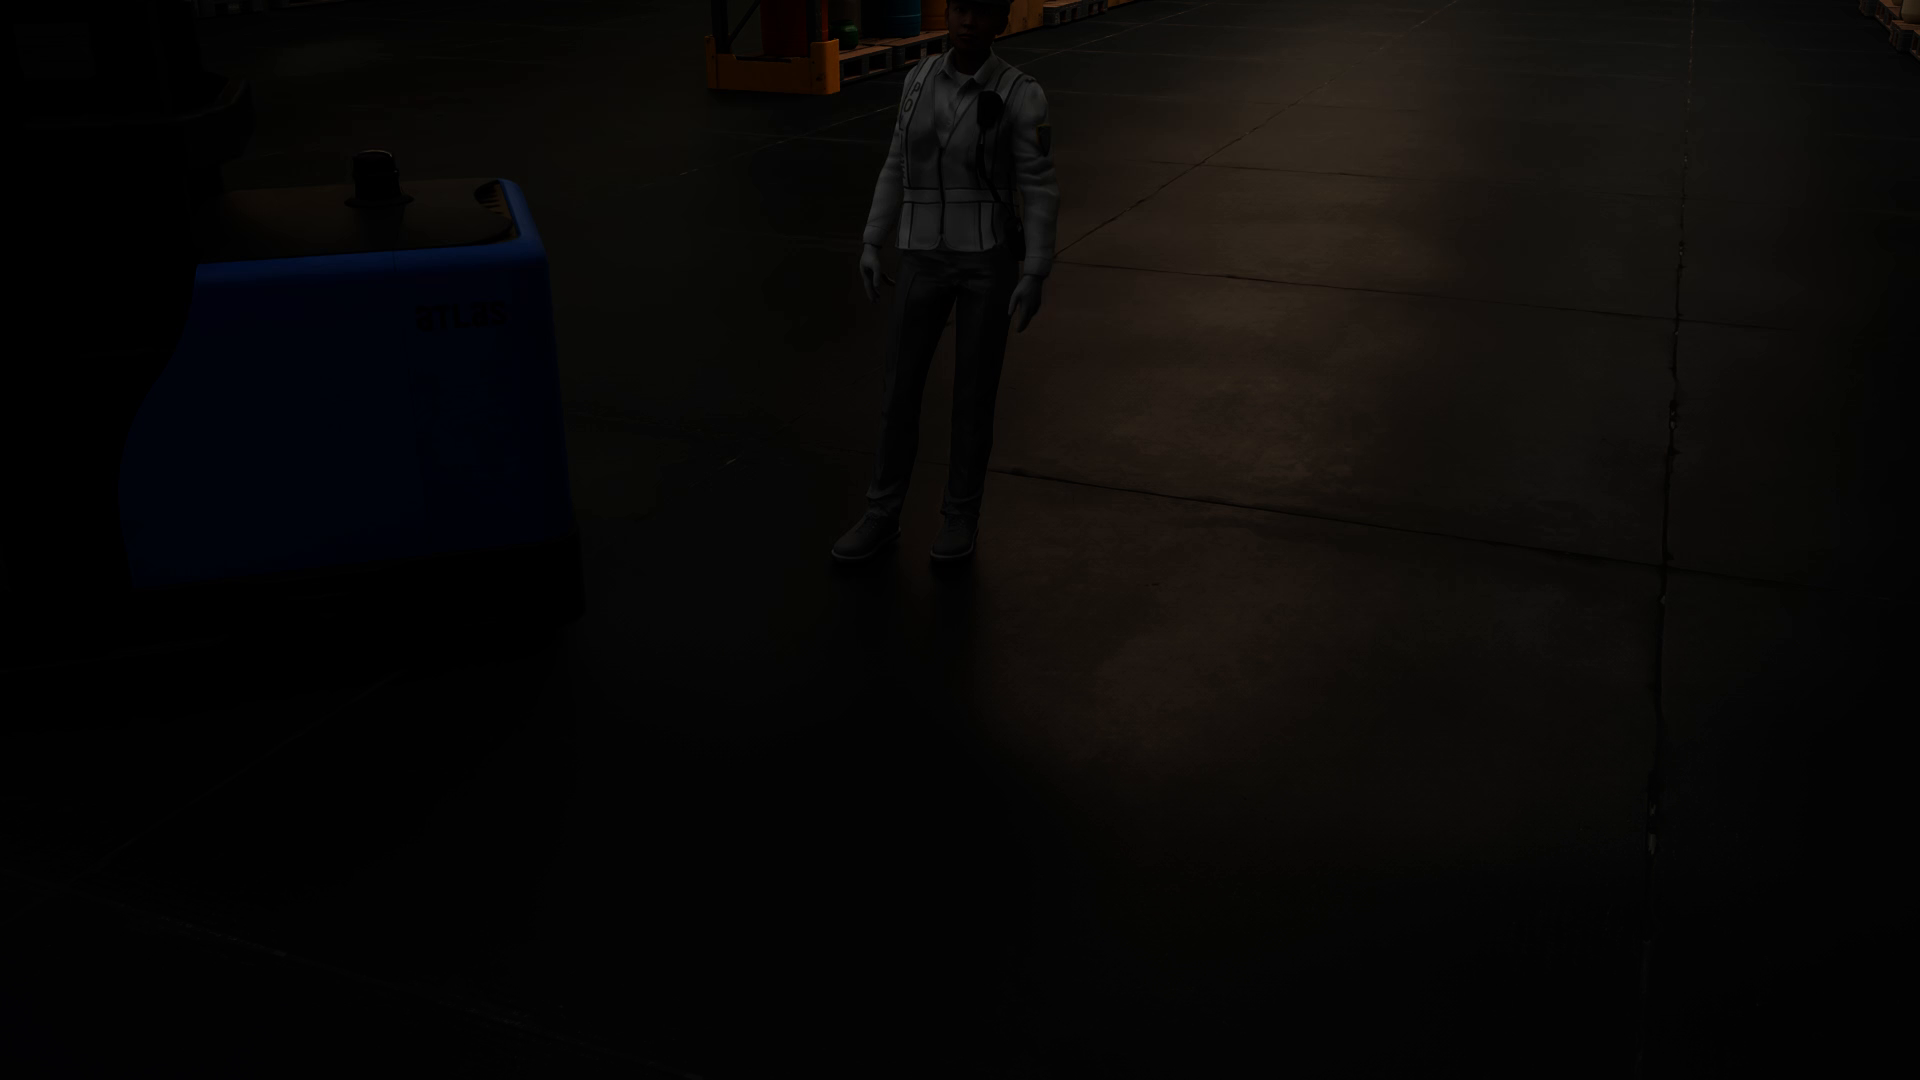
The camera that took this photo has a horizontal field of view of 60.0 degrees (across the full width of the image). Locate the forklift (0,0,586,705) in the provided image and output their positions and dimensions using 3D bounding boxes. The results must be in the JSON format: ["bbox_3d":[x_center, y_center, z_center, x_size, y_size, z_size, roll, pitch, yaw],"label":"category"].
[{"bbox_3d":[-2.577,-1.082,3.882,3.031,2.935,1.130,-7,24,-16],"label":"forklift"}]

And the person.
[{"bbox_3d":[-0.033,-0.765,4.707,0.586,1.694,0.532,9,24,21],"label":"person"}]
